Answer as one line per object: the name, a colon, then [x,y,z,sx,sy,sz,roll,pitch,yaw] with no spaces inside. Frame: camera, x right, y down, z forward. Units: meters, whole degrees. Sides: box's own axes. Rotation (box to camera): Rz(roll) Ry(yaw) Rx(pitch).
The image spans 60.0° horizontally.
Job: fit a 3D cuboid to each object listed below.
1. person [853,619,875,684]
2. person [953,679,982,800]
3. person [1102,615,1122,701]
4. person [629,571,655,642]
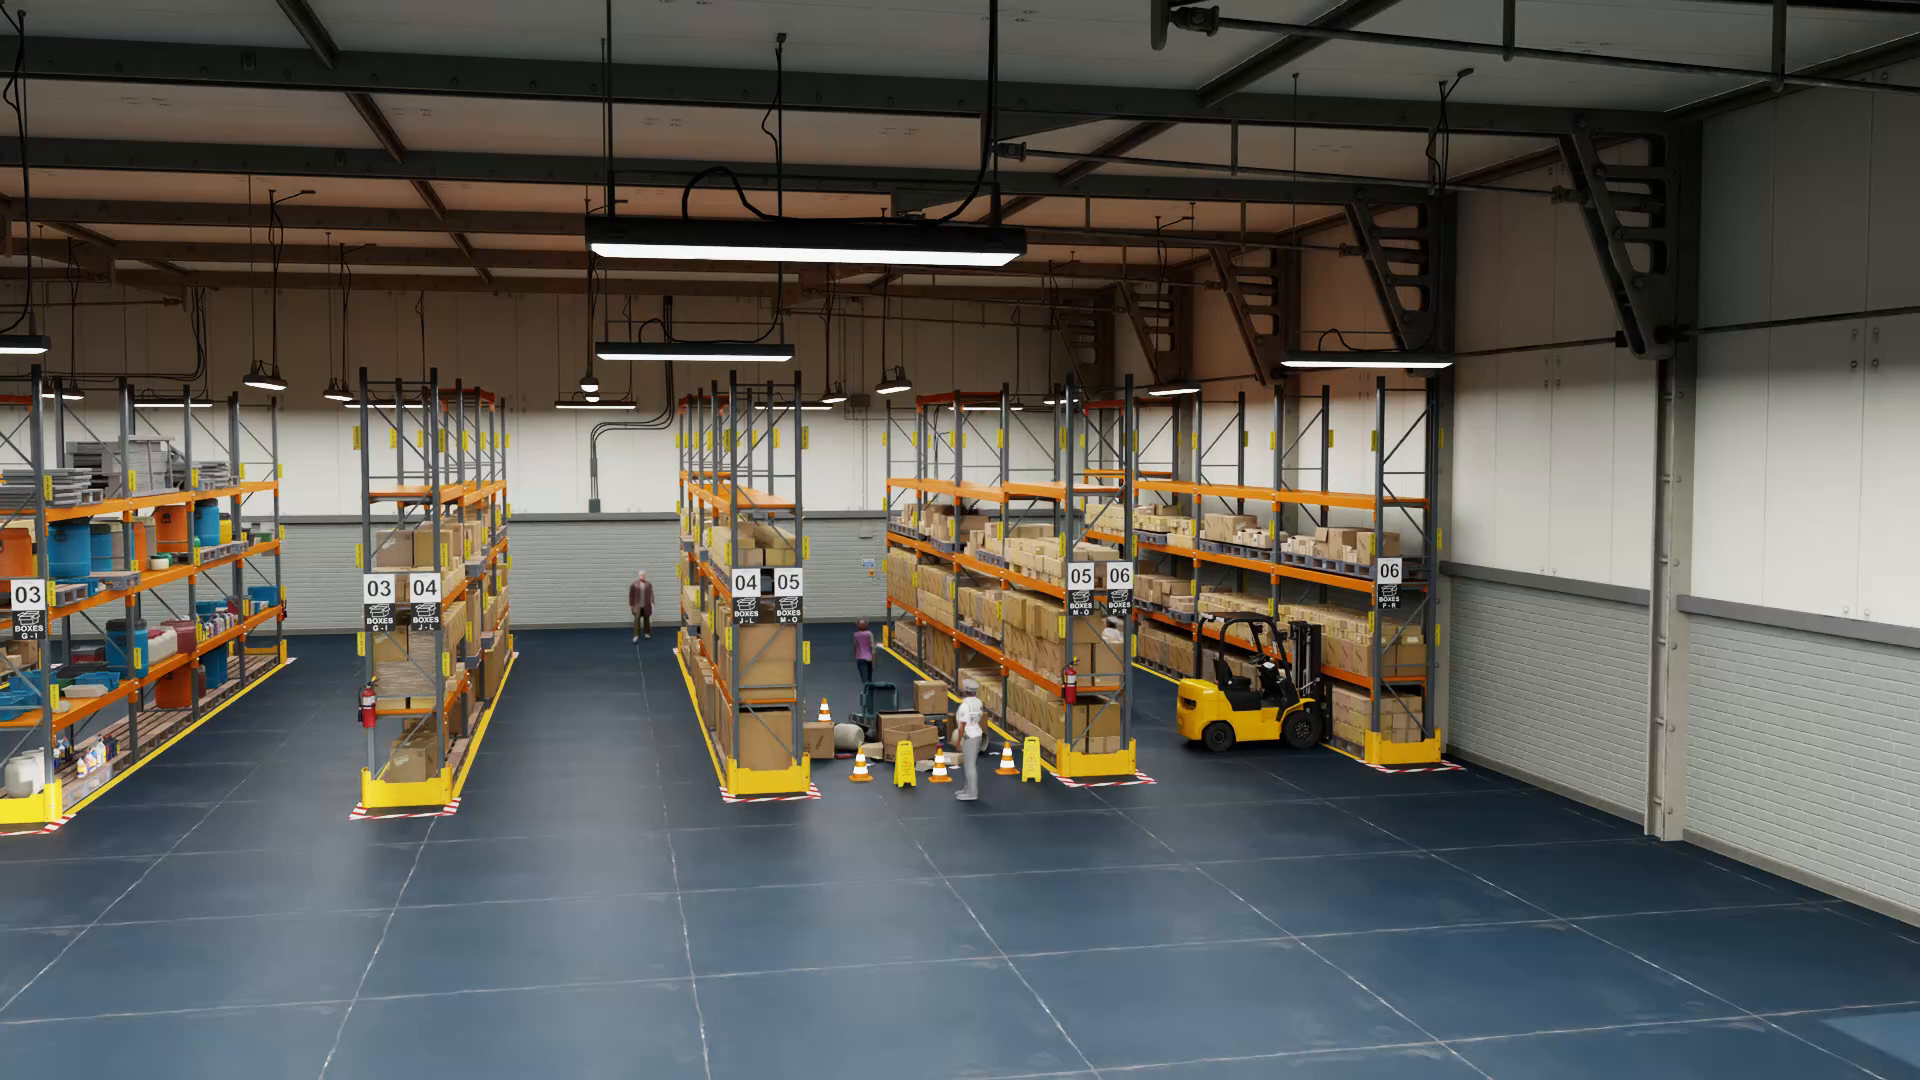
person: [-1.819,2.262,31.442,0.397,1.548,0.871,-1,4,-14]
person: [0.088,2.780,23.248,0.431,1.693,0.514,1,3,13]
person: [2.826,2.262,31.830,0.536,1.714,0.732,-1,4,-17]
person: [-7.952,1.641,41.524,0.654,1.734,1.061,0,3,-3]
